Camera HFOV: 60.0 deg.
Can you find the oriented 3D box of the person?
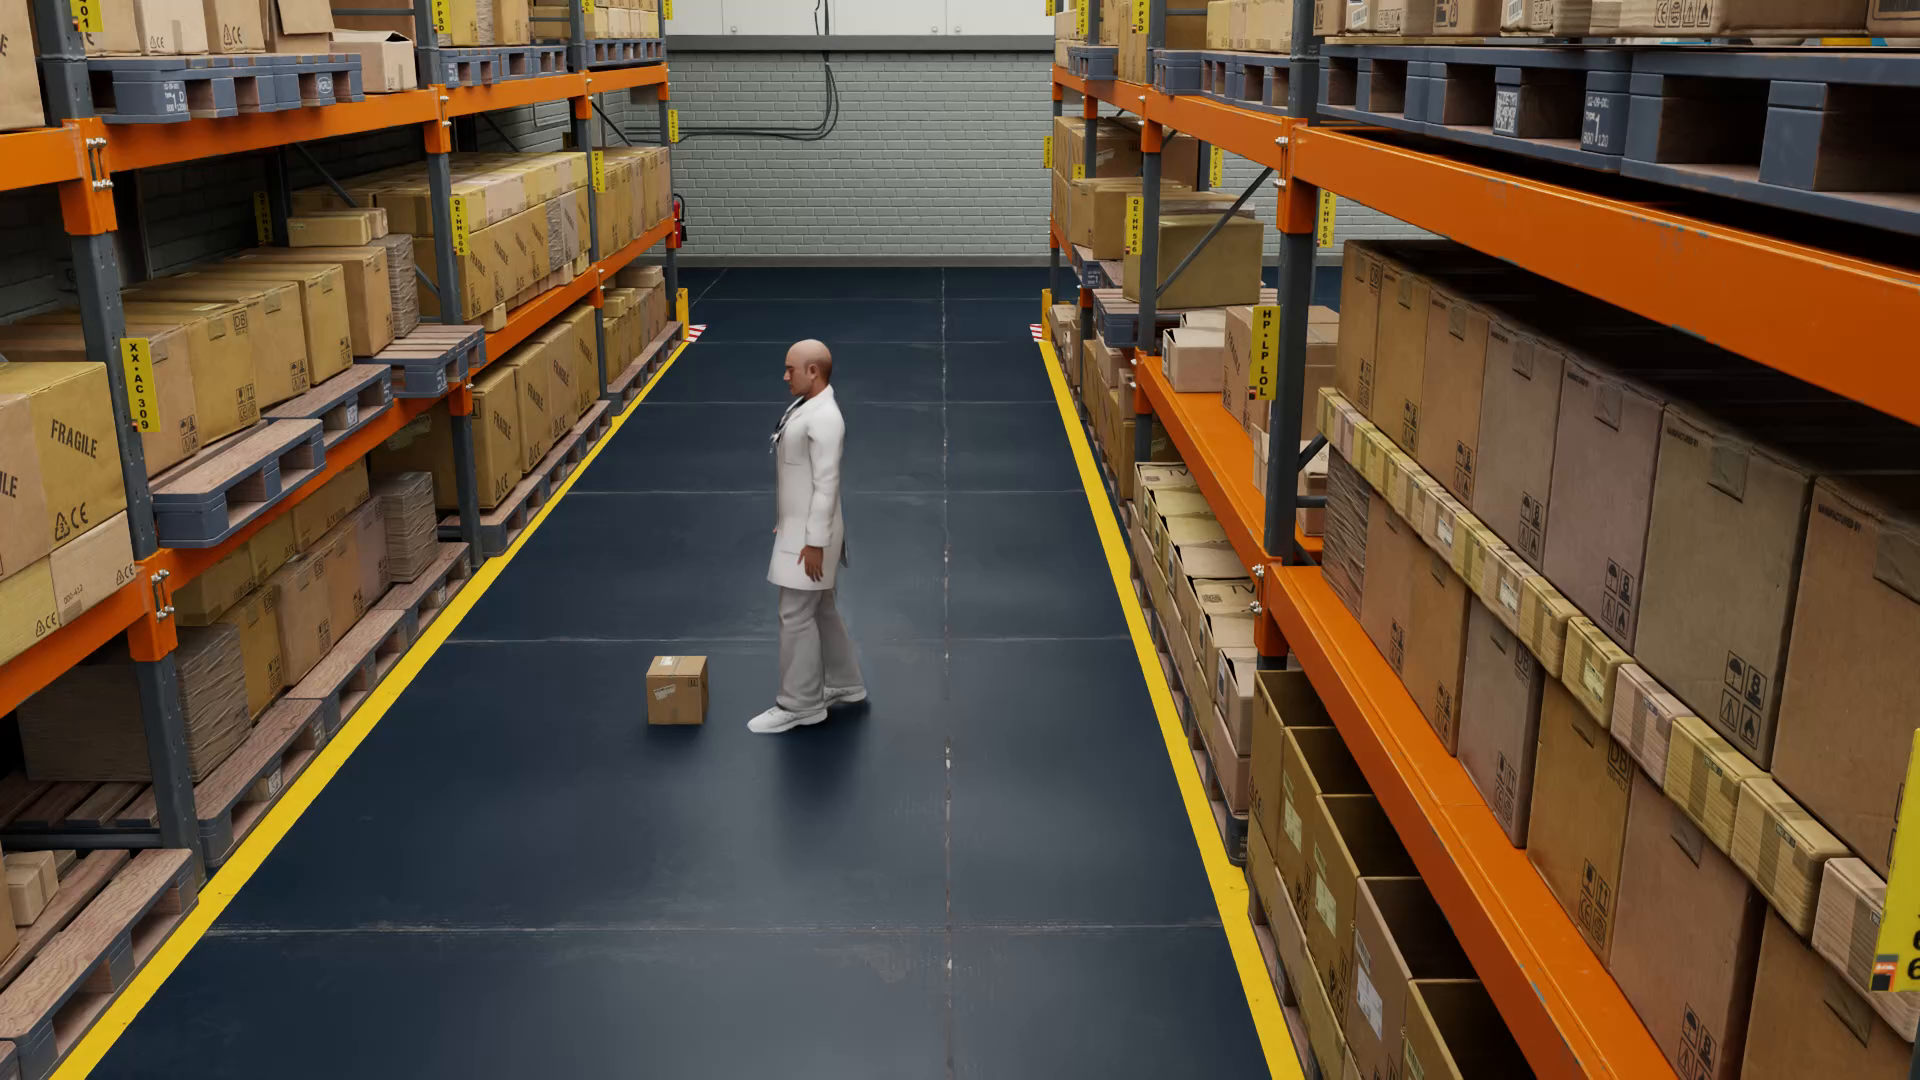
[{"bbox_3d":[-0.721,-0.021,7.640,0.586,1.799,0.600,-3,17,-10],"label":"person"}]
